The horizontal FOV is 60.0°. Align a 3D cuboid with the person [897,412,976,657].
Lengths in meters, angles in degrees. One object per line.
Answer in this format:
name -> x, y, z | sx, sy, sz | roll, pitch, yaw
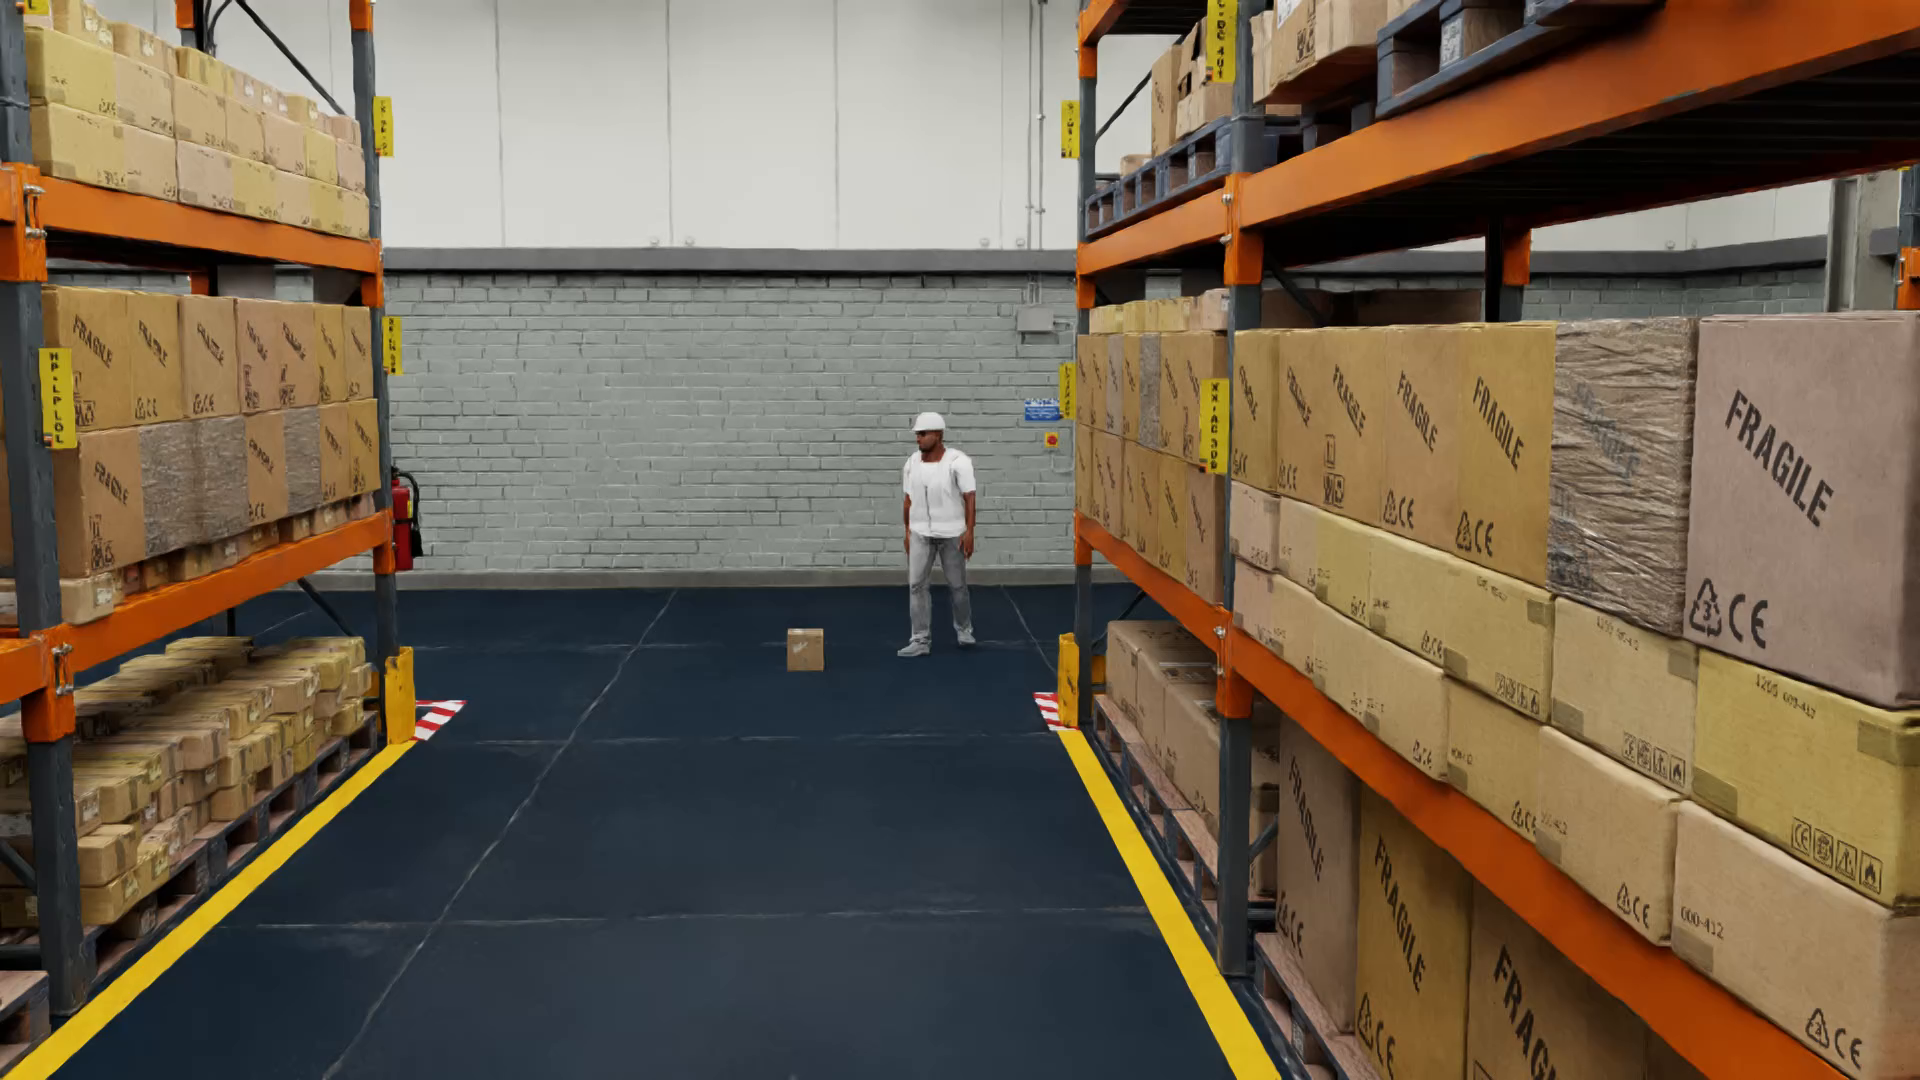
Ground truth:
person -> -0.153, -0.052, 12.087 | 0.592, 1.758, 0.692 | 3, 7, 22
